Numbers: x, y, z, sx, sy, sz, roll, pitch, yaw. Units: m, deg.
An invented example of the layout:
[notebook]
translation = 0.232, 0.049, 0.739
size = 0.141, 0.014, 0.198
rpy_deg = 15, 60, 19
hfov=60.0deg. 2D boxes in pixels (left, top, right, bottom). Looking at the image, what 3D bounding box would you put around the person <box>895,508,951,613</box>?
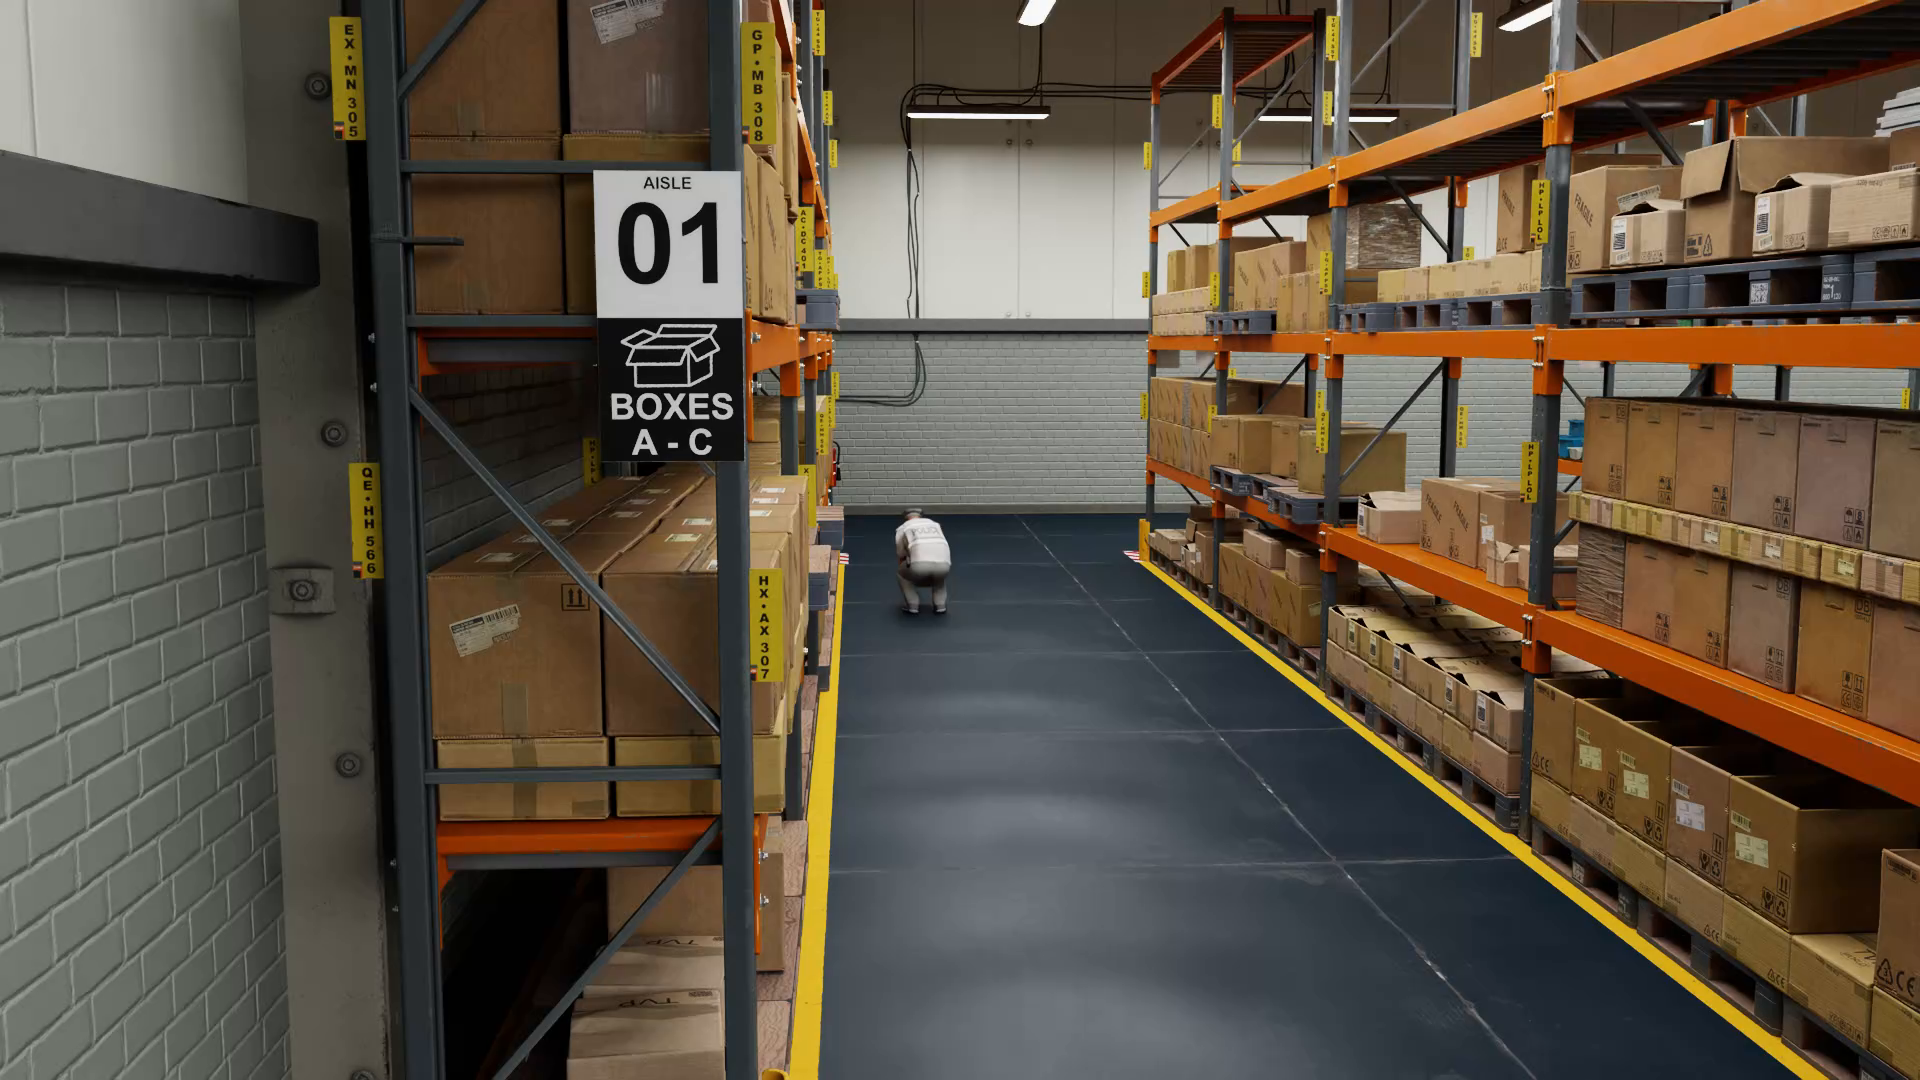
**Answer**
[person]
translation = -0.382, 0.213, 17.047
size = 0.529, 1.025, 0.950
rpy_deg = -1, 7, -11
